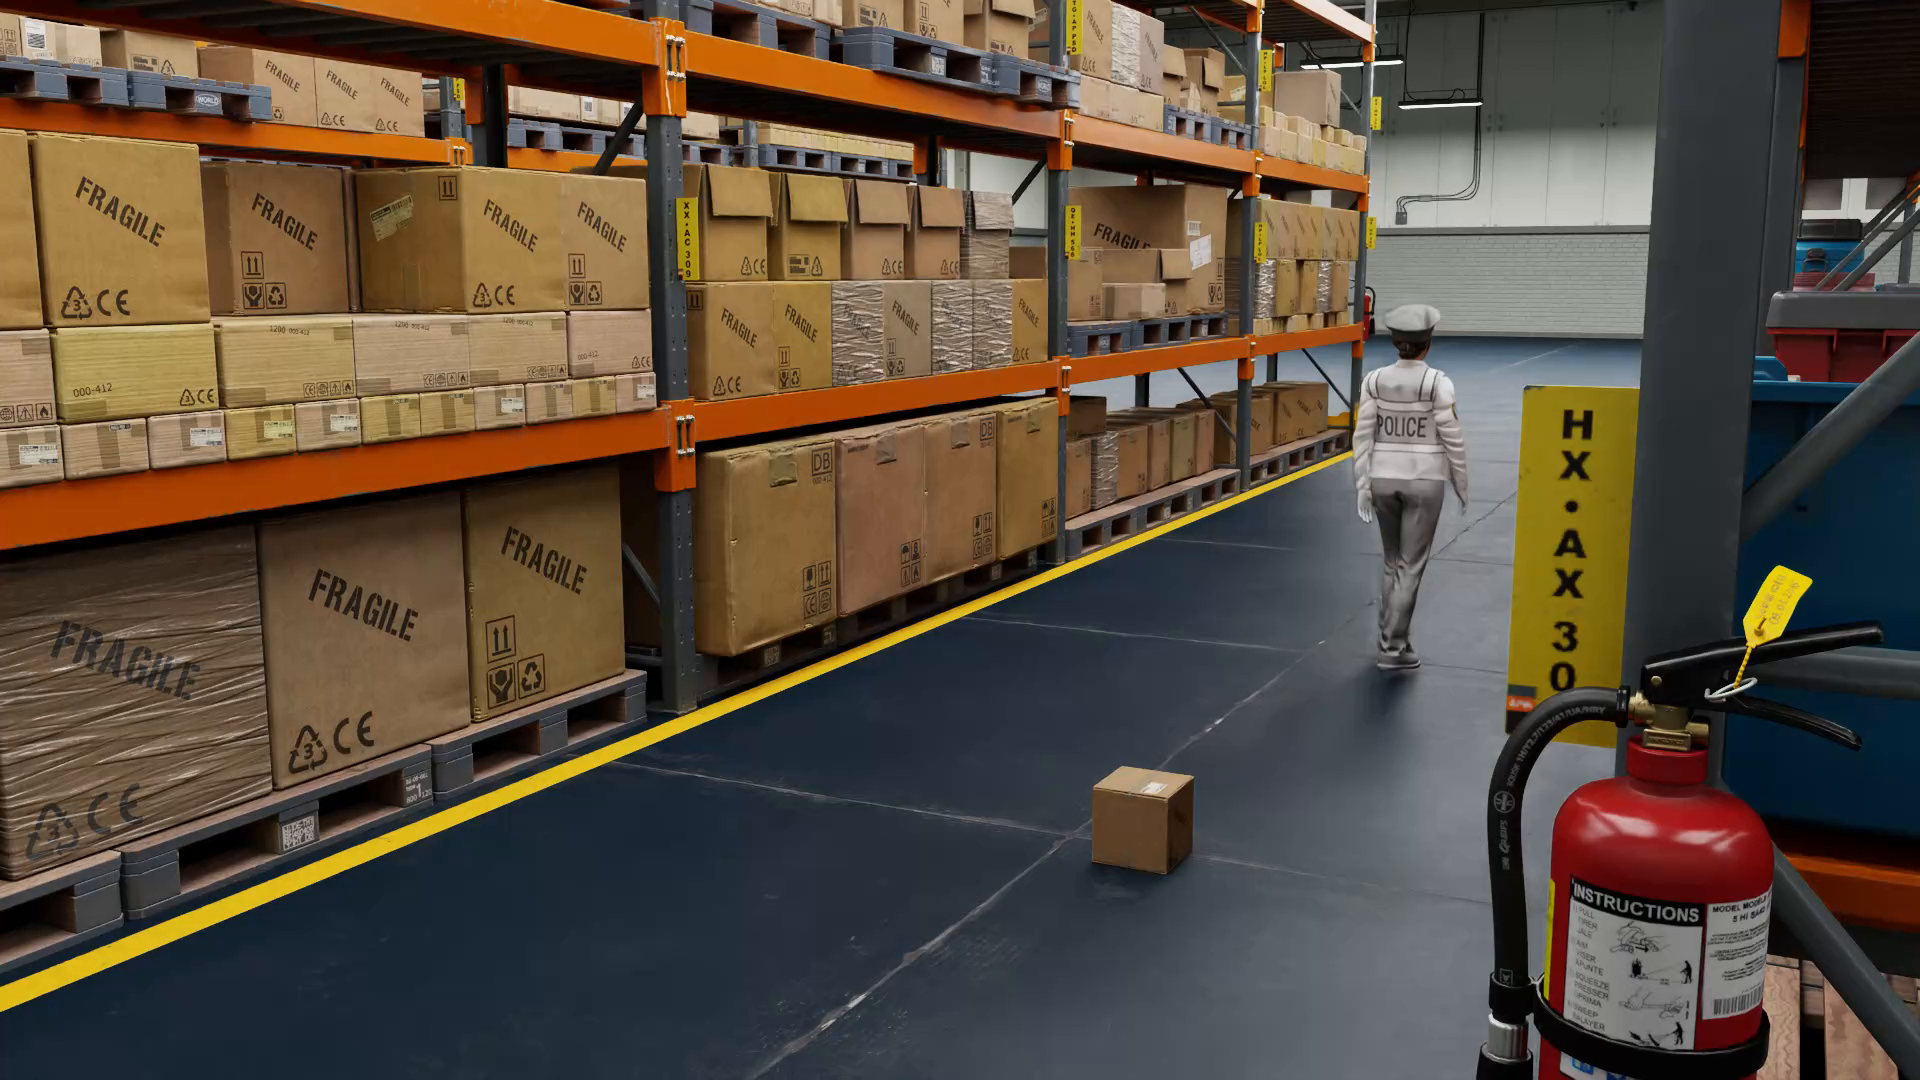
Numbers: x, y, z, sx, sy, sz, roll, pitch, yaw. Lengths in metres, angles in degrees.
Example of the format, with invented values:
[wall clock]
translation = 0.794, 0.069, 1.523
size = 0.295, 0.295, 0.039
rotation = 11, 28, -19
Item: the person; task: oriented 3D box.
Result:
[person]
translation = 2.107, -0.216, 7.715
size = 0.486, 1.749, 0.624
rotation = 8, 12, 41
